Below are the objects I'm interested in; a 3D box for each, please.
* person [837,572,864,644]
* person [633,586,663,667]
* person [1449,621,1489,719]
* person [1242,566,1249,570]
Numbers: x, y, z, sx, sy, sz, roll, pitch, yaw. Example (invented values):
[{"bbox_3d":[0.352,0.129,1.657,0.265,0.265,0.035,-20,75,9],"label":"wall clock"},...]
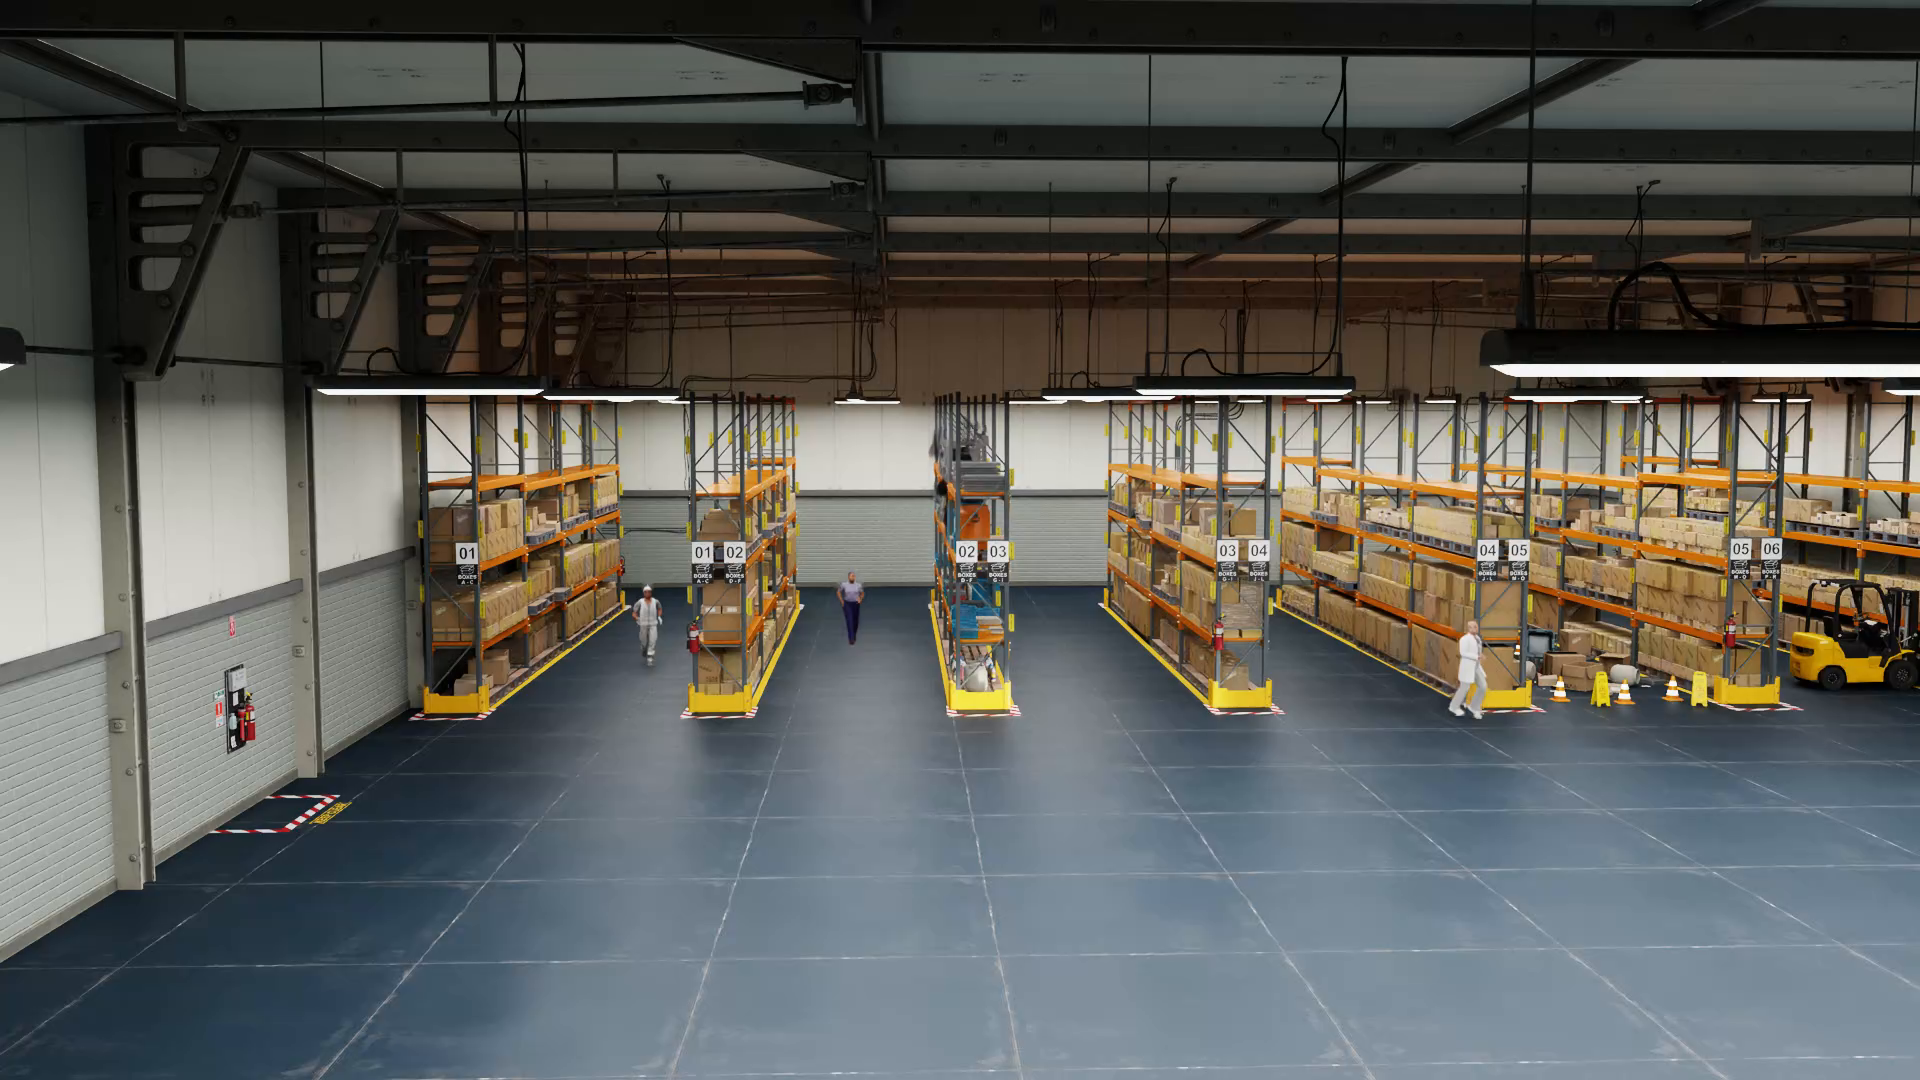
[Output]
[{"bbox_3d":[-2.510,1.566,38.348,0.630,1.679,0.702,-1,5,-14],"label":"person"},{"bbox_3d":[-6.897,1.899,36.829,0.665,1.761,0.768,-1,5,-17],"label":"person"},{"bbox_3d":[9.414,2.405,30.623,0.731,1.848,0.813,-3,6,-37],"label":"person"},{"bbox_3d":[8.289,1.016,48.629,0.630,1.661,0.784,-4,6,-41],"label":"person"}]
